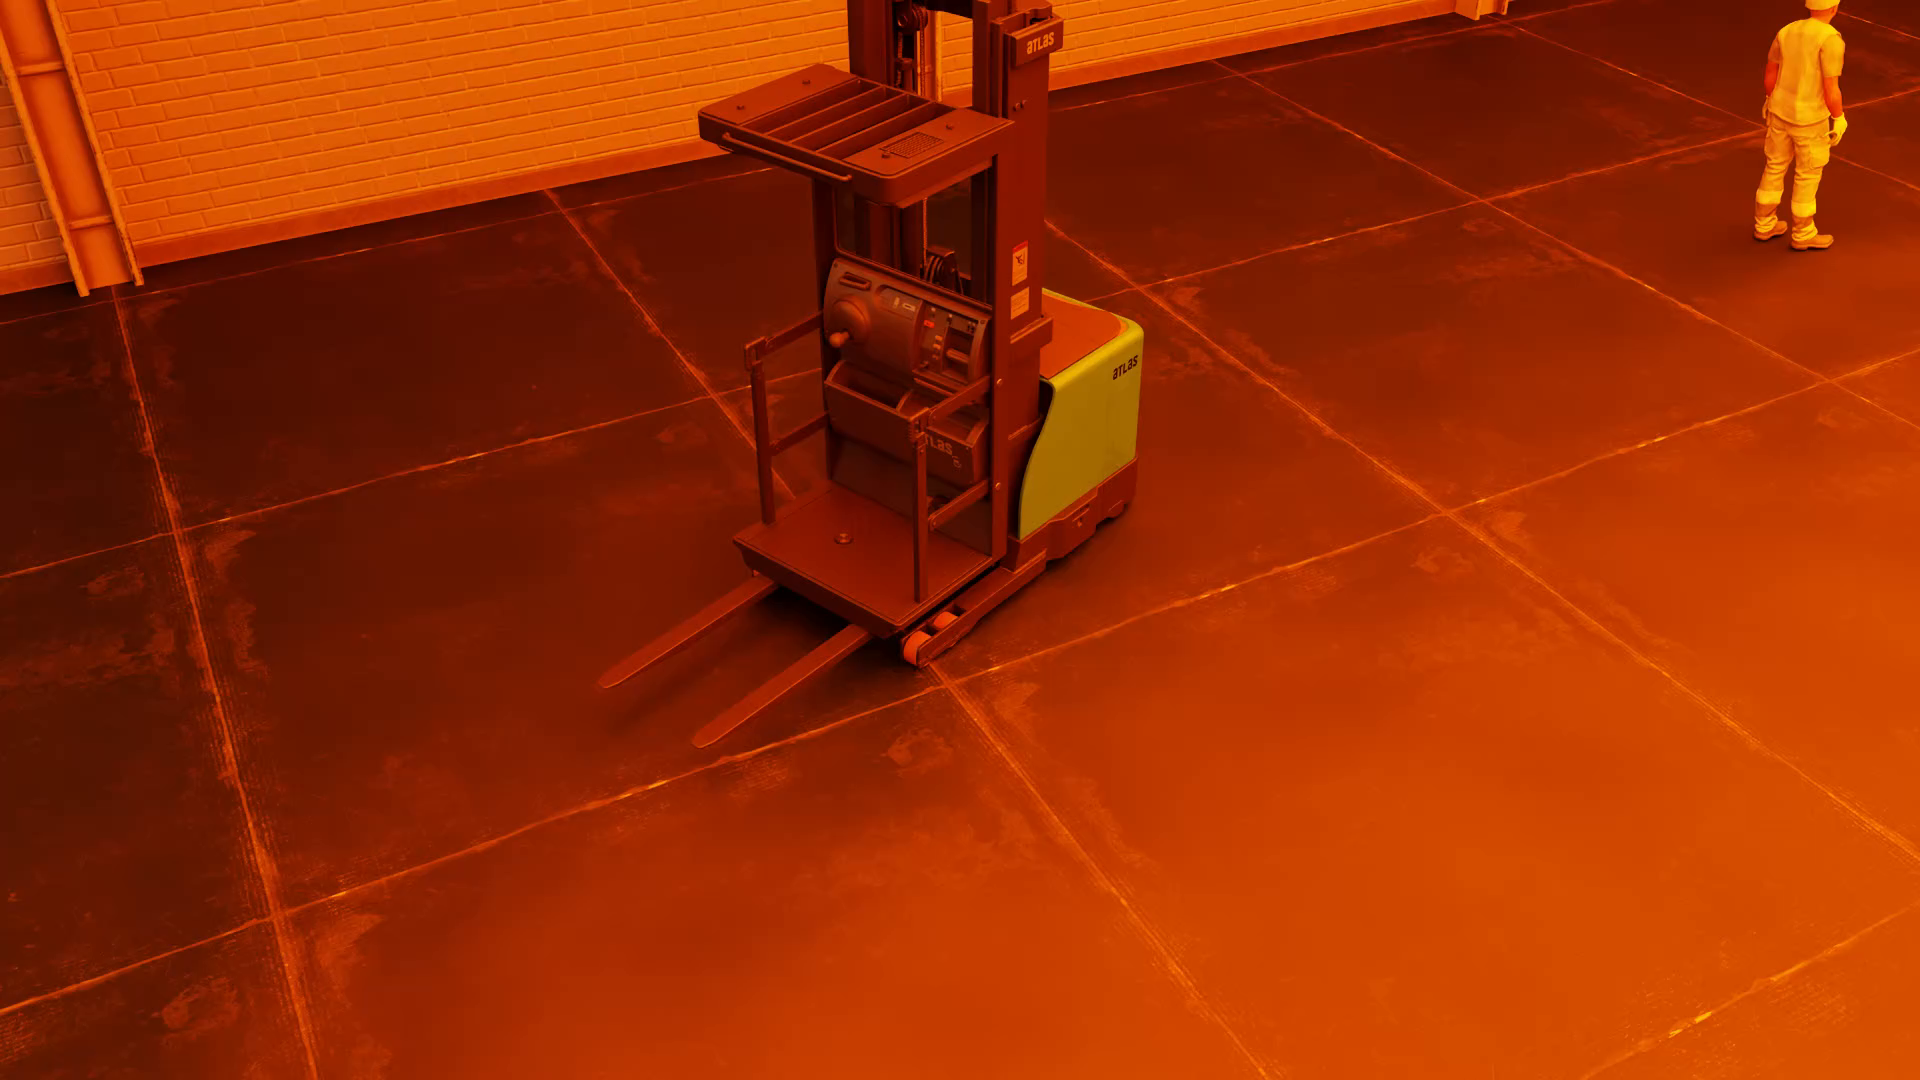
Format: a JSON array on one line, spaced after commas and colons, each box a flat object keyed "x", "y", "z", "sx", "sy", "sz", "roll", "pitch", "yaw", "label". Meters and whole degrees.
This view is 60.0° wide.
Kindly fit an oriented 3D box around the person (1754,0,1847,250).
[{"x": 5.692, "y": -2.859, "z": 11.144, "sx": 0.564, "sy": 1.787, "sz": 0.637, "roll": -14, "pitch": 38, "yaw": -19, "label": "person"}]

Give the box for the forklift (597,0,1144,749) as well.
[{"x": -0.390, "y": -0.927, "z": 7.434, "sx": 1.130, "sy": 2.935, "sz": 3.031, "roll": 26, "pitch": 43, "yaw": 31, "label": "forklift"}]
